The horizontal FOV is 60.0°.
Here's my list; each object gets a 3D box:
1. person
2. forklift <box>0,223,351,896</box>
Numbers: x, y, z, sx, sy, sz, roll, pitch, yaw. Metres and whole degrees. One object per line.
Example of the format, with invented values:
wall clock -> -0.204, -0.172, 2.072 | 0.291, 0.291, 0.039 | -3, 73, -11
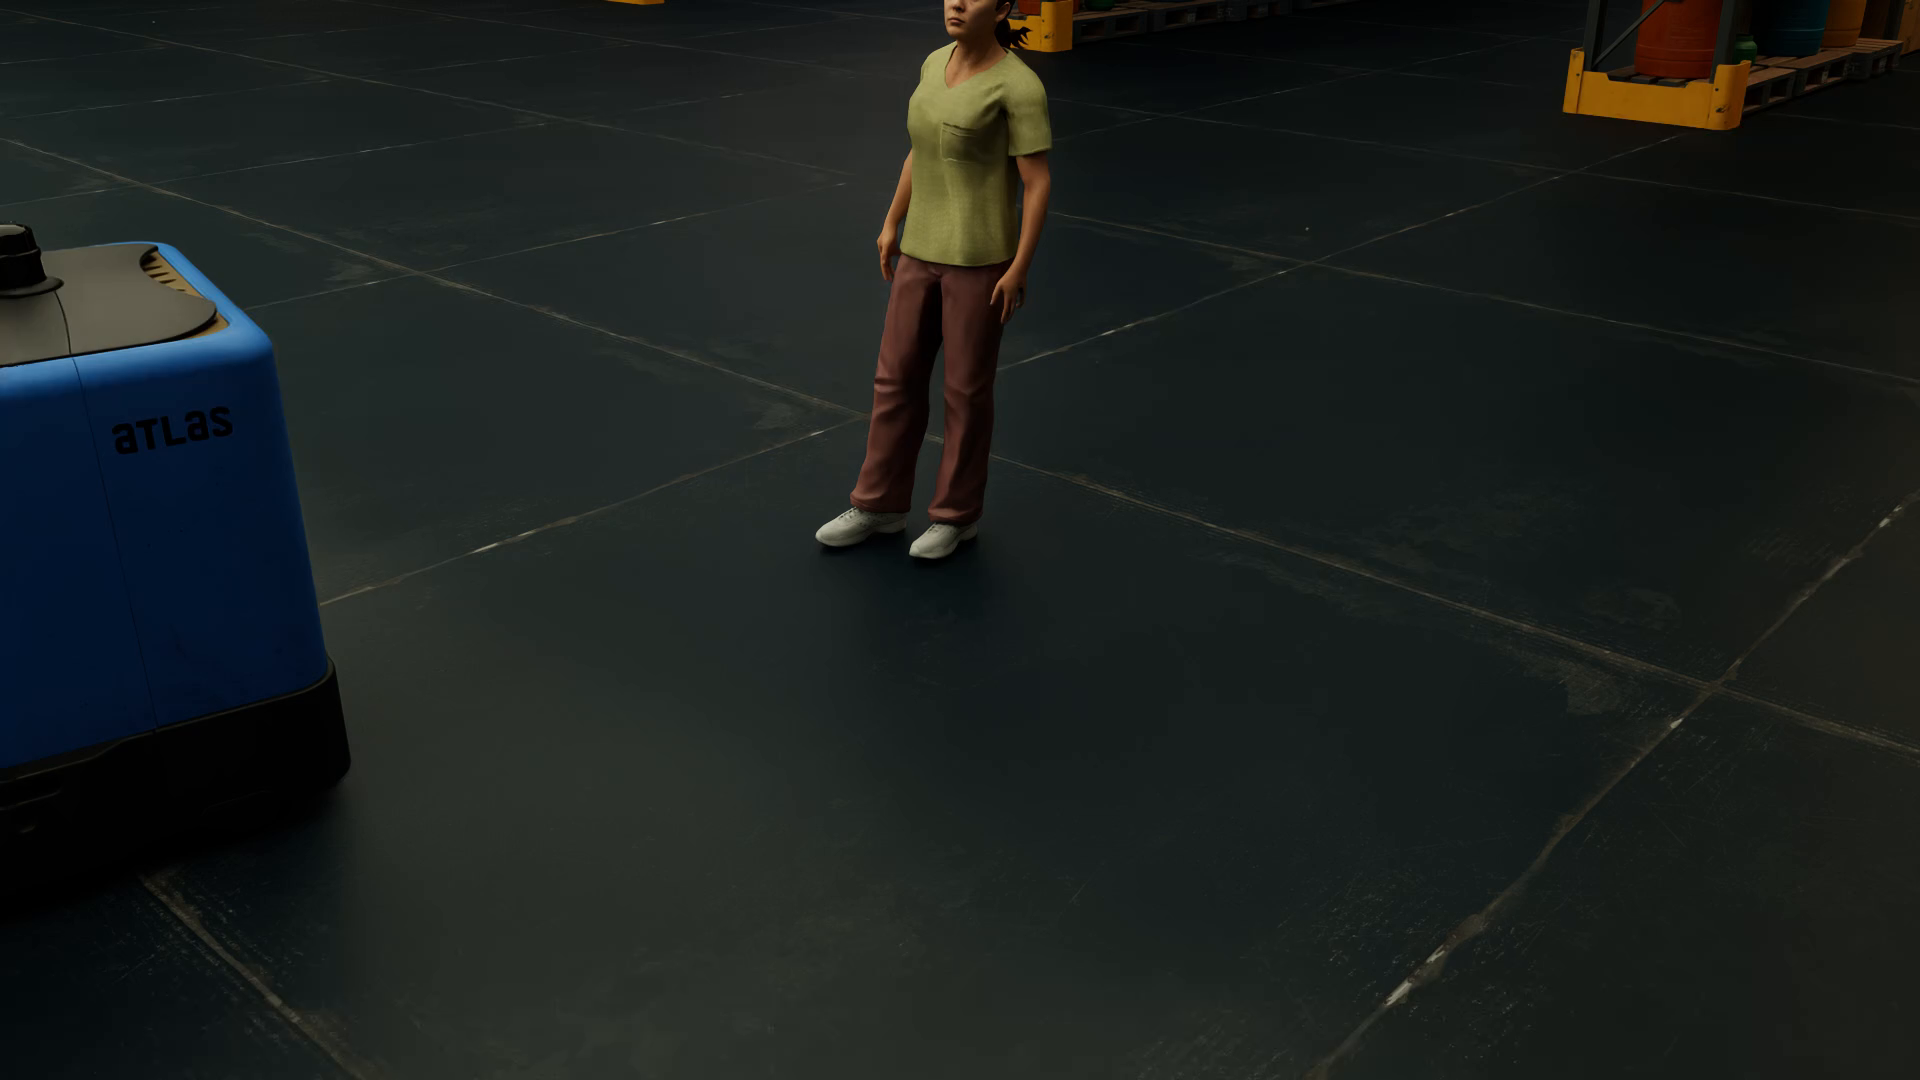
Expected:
person -> -0.059, -0.755, 4.594 | 0.553, 1.673, 0.548 | 20, 31, 38
forklift -> -2.845, -0.588, 2.670 | 3.031, 2.935, 1.130 | -15, 28, -31
